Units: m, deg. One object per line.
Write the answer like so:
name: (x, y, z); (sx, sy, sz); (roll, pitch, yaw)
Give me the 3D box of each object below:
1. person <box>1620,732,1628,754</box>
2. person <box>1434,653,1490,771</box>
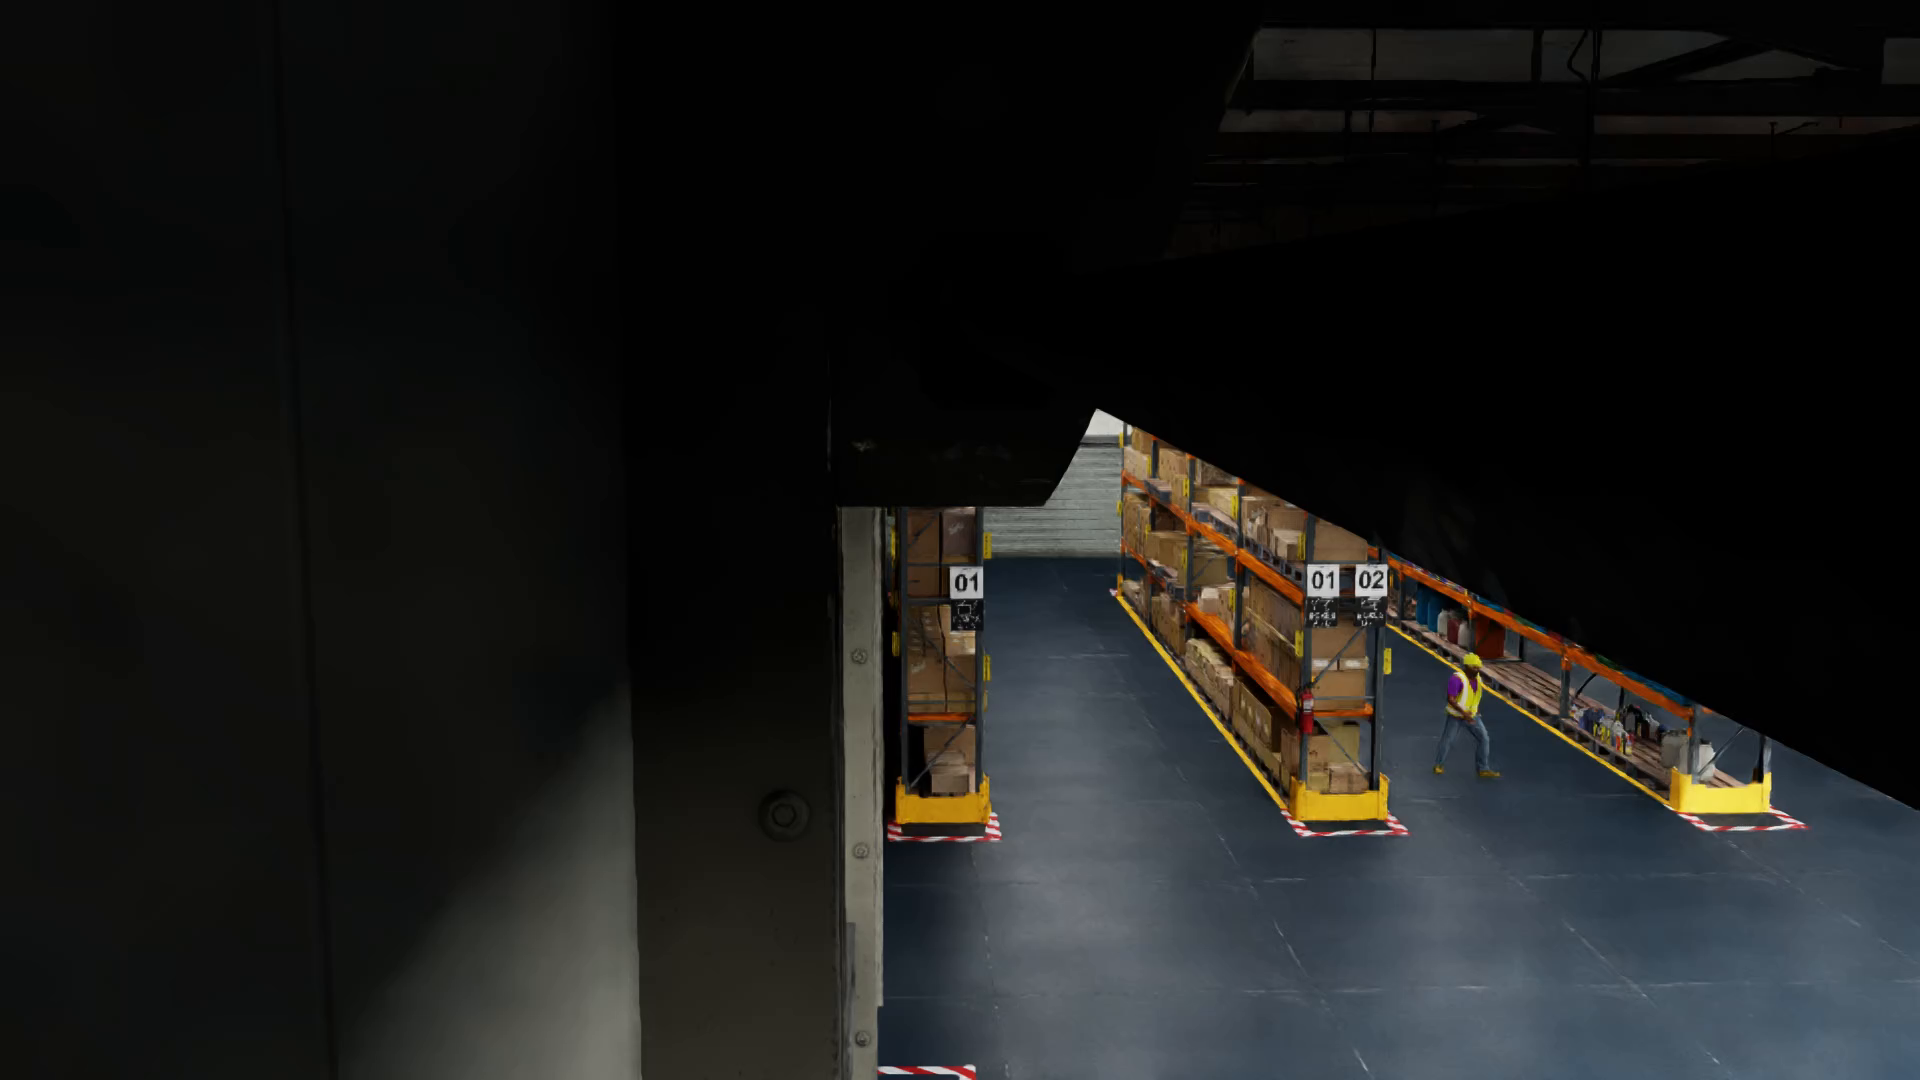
person: (11.154, 2.237, 23.505); (4.251, 1.600, 1.234); (-5, 10, -33)
person: (6.786, 2.309, 22.406); (0.697, 1.633, 0.796); (-3, 9, -23)
